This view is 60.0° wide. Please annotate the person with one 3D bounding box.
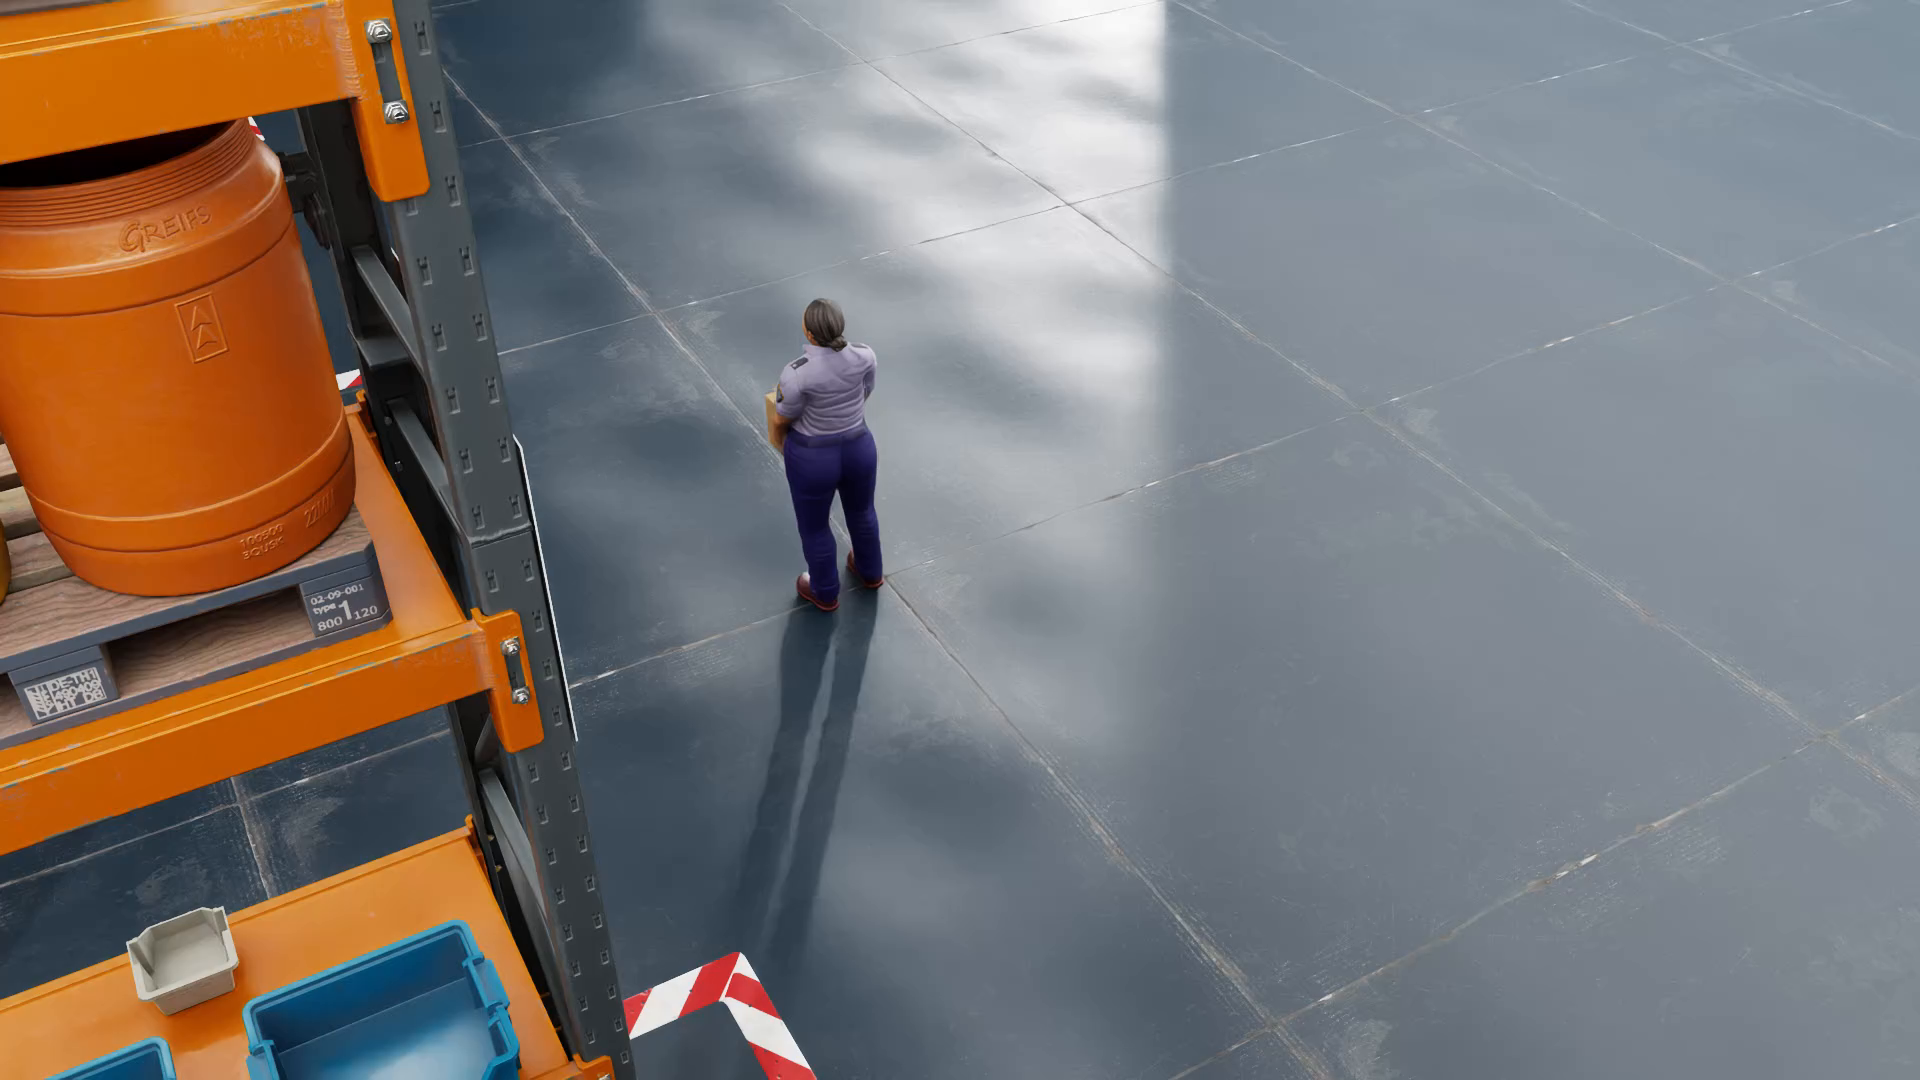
[{"bbox_3d":[-0.594,-0.405,7.473,0.523,1.650,0.458,-19,41,-23],"label":"person"}]
